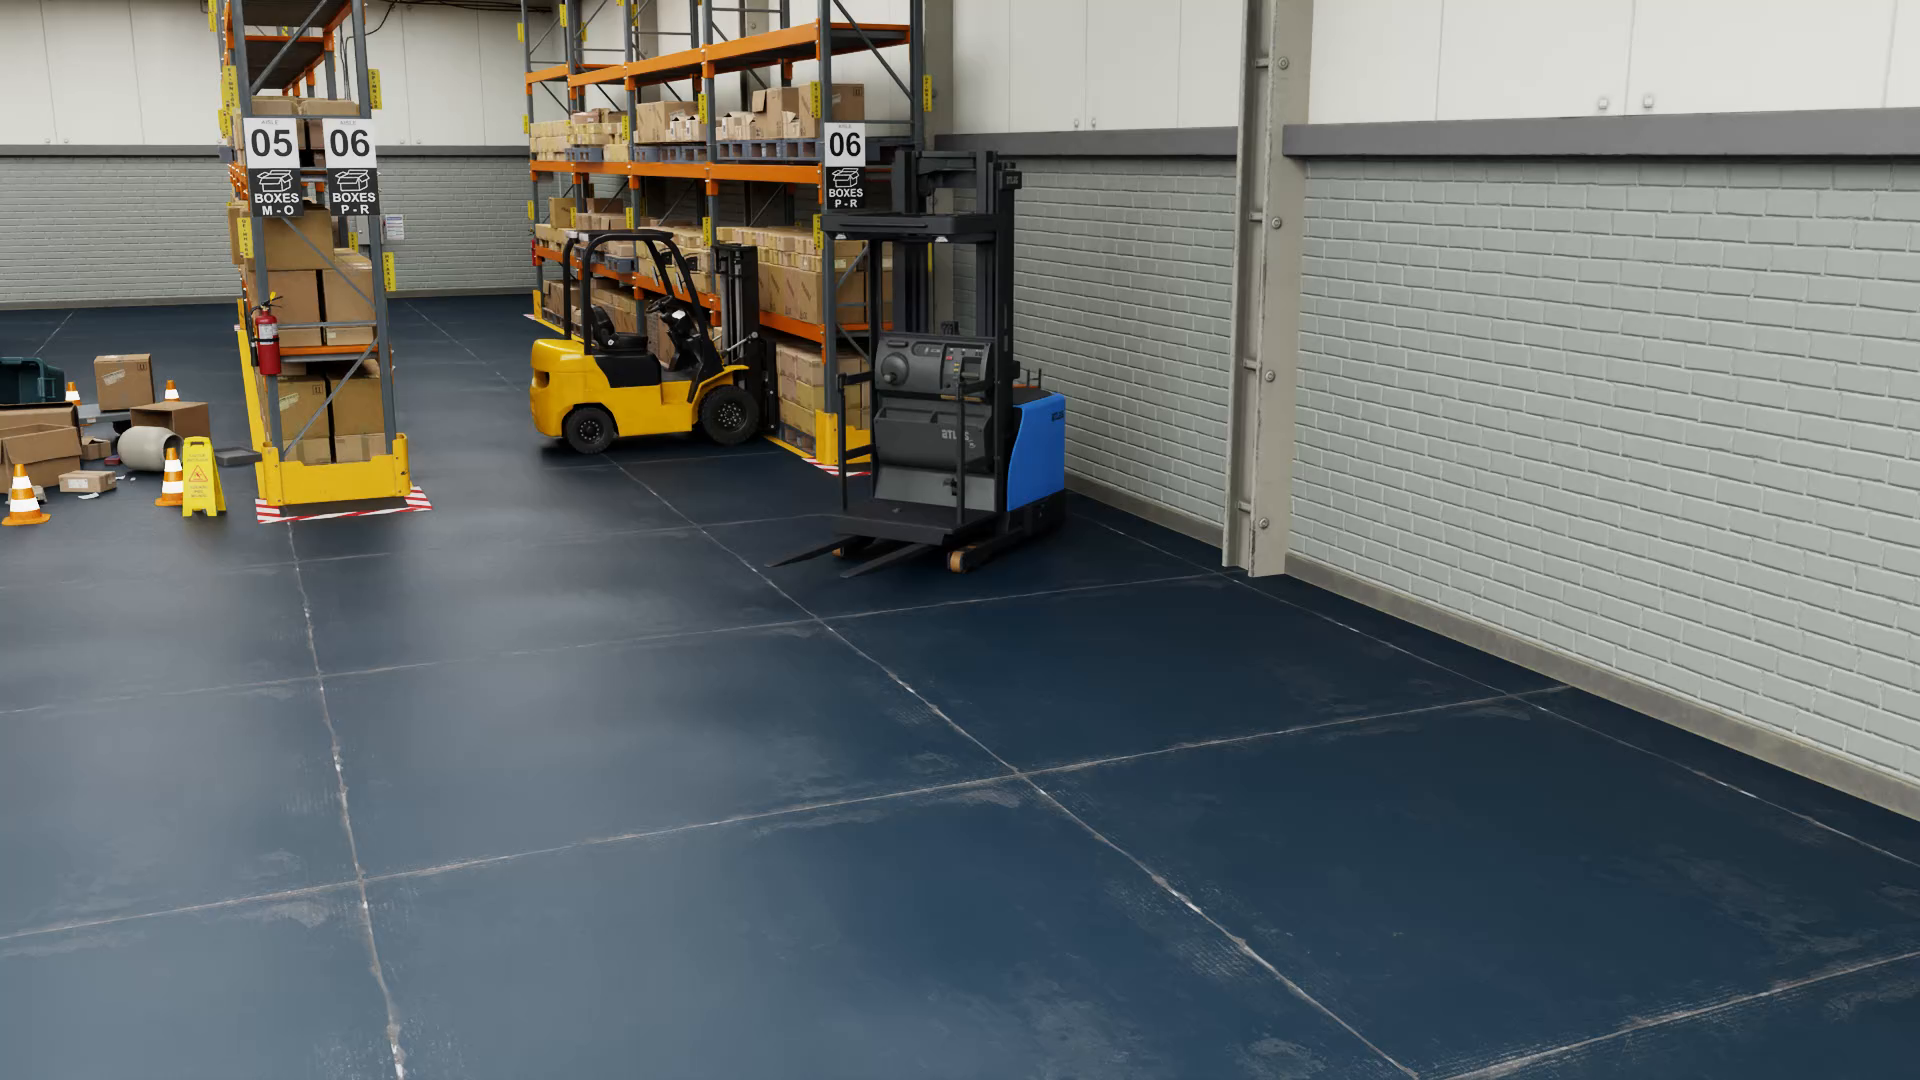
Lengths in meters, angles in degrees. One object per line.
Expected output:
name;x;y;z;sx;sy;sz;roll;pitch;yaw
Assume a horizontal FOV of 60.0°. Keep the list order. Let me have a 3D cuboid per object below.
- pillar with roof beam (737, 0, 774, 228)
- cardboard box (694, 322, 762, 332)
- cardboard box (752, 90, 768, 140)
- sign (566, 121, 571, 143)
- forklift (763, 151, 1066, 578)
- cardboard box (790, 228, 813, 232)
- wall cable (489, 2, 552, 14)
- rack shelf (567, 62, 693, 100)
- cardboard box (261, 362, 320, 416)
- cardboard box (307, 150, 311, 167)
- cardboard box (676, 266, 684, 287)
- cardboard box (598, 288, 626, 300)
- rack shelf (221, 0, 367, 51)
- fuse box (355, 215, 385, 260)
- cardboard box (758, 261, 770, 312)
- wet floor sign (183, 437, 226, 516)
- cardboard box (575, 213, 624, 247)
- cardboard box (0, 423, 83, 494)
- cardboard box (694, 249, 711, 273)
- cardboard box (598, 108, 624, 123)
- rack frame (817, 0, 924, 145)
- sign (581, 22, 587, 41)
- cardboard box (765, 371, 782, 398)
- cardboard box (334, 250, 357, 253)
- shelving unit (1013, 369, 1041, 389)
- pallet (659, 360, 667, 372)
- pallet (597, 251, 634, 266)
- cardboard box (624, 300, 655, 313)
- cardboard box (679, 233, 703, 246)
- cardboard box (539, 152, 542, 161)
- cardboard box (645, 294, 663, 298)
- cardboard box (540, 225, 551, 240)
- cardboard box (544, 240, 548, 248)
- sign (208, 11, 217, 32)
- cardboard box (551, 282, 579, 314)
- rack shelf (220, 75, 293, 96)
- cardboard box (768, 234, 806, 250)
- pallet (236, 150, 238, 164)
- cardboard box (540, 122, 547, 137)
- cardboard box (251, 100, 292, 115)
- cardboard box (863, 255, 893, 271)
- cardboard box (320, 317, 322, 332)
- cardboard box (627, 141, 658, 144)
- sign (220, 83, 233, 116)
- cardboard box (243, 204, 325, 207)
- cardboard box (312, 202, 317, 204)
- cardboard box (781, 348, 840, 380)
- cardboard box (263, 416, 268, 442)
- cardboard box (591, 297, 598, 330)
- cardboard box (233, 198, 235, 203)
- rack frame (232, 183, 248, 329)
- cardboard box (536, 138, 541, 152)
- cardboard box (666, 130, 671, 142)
pillar with roof beam;-6.630;-6.267;19.989;9.100;9.000;0.400;-6;14;-23
cardboard box;-2.954;-2.410;20.964;0.875;0.625;0.625;-6;14;-24
cardboard box;-1.747;-4.447;17.398;0.797;0.503;0.637;-5;14;-21
sign;-6.130;-6.410;26.113;0.100;0.325;0.005;-6;14;-23
forklift;-0.302;-1.303;12.000;1.130;2.935;3.031;7;15;28
cardboard box;-1.688;-3.410;18.632;0.380;0.149;0.250;-6;14;-24
wall cable;-8.326;-12.488;34.533;2.988;3.039;0.133;-6;14;-23
rack shelf;-4.835;-6.711;24.393;1.077;0.370;4.000;-6;14;-23
cardboard box;-6.343;-1.403;15.785;0.500;0.500;0.500;-6;14;-24
cardboard box;-5.704;-3.463;15.085;0.380;0.149;0.250;-6;14;-25
cardboard box;-3.250;-3.310;20.853;0.500;0.250;0.500;-6;14;-23
cardboard box;-5.441;-3.850;26.024;0.380;0.149;0.250;-6;15;-26
rack shelf;-6.176;-4.803;15.266;1.077;0.370;4.000;-6;14;-23
fuse box;-12.081;-5.819;34.218;0.539;1.711;0.414;-6;14;-23
cardboard box;-1.883;-2.711;17.710;0.500;0.500;0.500;-6;14;-23
wet floor sign;-6.280;-0.536;13.754;0.267;0.644;0.232;-1;13;-4
cardboard box;-5.647;-4.880;26.151;0.700;0.500;0.500;-5;14;-22
cardboard box;-8.399;-0.737;14.937;0.637;0.503;0.797;6;14;26
cardboard box;-2.862;-3.343;19.886;0.500;0.250;0.500;-6;14;-24
cardboard box;-5.450;-6.629;26.033;0.396;0.266;0.258;-6;14;-24
rack frame;-0.829;-5.191;15.340;1.000;3.000;0.127;-6;14;-23
sign;-6.721;-9.074;29.698;0.100;0.325;0.005;-6;14;-23
cardboard box;-1.727;-1.658;17.440;0.500;0.250;0.500;-6;14;-24
cardboard box;-6.359;-2.664;16.845;0.500;0.500;0.500;-5;14;-21
shelving unit;0.368;-0.824;13.729;0.503;1.200;0.258;7;10;27
pallet;-3.739;-2.389;22.722;1.003;0.211;1.213;-6;14;-23
pallet;-4.817;-4.229;24.913;1.003;0.211;1.213;-6;14;-23
cardboard box;-4.601;-3.356;23.893;0.380;0.149;0.250;-6;15;-26
cardboard box;-3.310;-3.771;20.850;0.380;0.149;0.250;-5;14;-22
cardboard box;-7.102;-6.658;28.892;0.380;0.149;0.250;-5;14;-22
cardboard box;-4.524;-3.622;25.040;0.380;0.149;0.250;-6;14;-23
cardboard box;-7.101;-5.423;29.322;0.500;0.250;0.500;-5;14;-22
cardboard box;-7.213;-5.310;29.718;0.380;0.149;0.250;-5;14;-22
sign;-12.296;-8.531;27.348;0.100;0.325;0.005;-6;14;-23
cardboard box;-6.773;-4.245;29.172;0.700;0.500;0.500;-5;14;-21
rack shelf;-10.983;-7.089;26.023;1.077;0.370;4.000;-6;14;-23
cardboard box;-1.768;-3.087;17.236;0.380;0.149;0.250;-5;14;-22
pallet;-7.546;-4.366;18.847;1.213;0.211;1.003;-6;14;-23
cardboard box;-6.890;-7.027;28.489;0.500;0.250;0.500;-6;14;-24
cardboard box;-5.781;-3.589;13.863;0.380;0.149;0.250;-5;14;-22
cardboard box;-0.727;-2.726;16.336;0.380;0.149;0.250;-6;14;-24
cardboard box;-5.823;-2.054;15.651;0.380;0.149;0.250;-5;14;-21
cardboard box;-4.396;-5.555;23.014;0.380;0.149;0.250;-5;14;-22
sign;-7.485;-4.499;16.986;0.100;0.325;0.005;-6;14;-23
cardboard box;-6.347;-2.902;15.658;0.700;0.500;0.500;-6;14;-23
cardboard box;-8.553;-4.131;21.629;0.500;0.500;0.500;-6;14;-25
cardboard box;-1.509;-1.792;16.909;0.500;0.250;0.500;-5;14;-22
cardboard box;-6.361;-1.042;15.886;0.500;0.250;0.500;-6;14;-25
cardboard box;-5.648;-3.614;26.443;0.500;0.500;0.500;-5;14;-21
cardboard box;-10.269;-4.717;24.159;0.500;0.500;0.500;-5;14;-22
rack frame;-11.785;-5.124;28.358;1.000;3.000;0.127;-6;14;-23
cardboard box;-7.088;-6.887;28.996;0.500;0.250;0.500;-5;14;-22
cardboard box;-3.459;-5.046;20.770;0.380;0.149;0.250;-6;14;-24
